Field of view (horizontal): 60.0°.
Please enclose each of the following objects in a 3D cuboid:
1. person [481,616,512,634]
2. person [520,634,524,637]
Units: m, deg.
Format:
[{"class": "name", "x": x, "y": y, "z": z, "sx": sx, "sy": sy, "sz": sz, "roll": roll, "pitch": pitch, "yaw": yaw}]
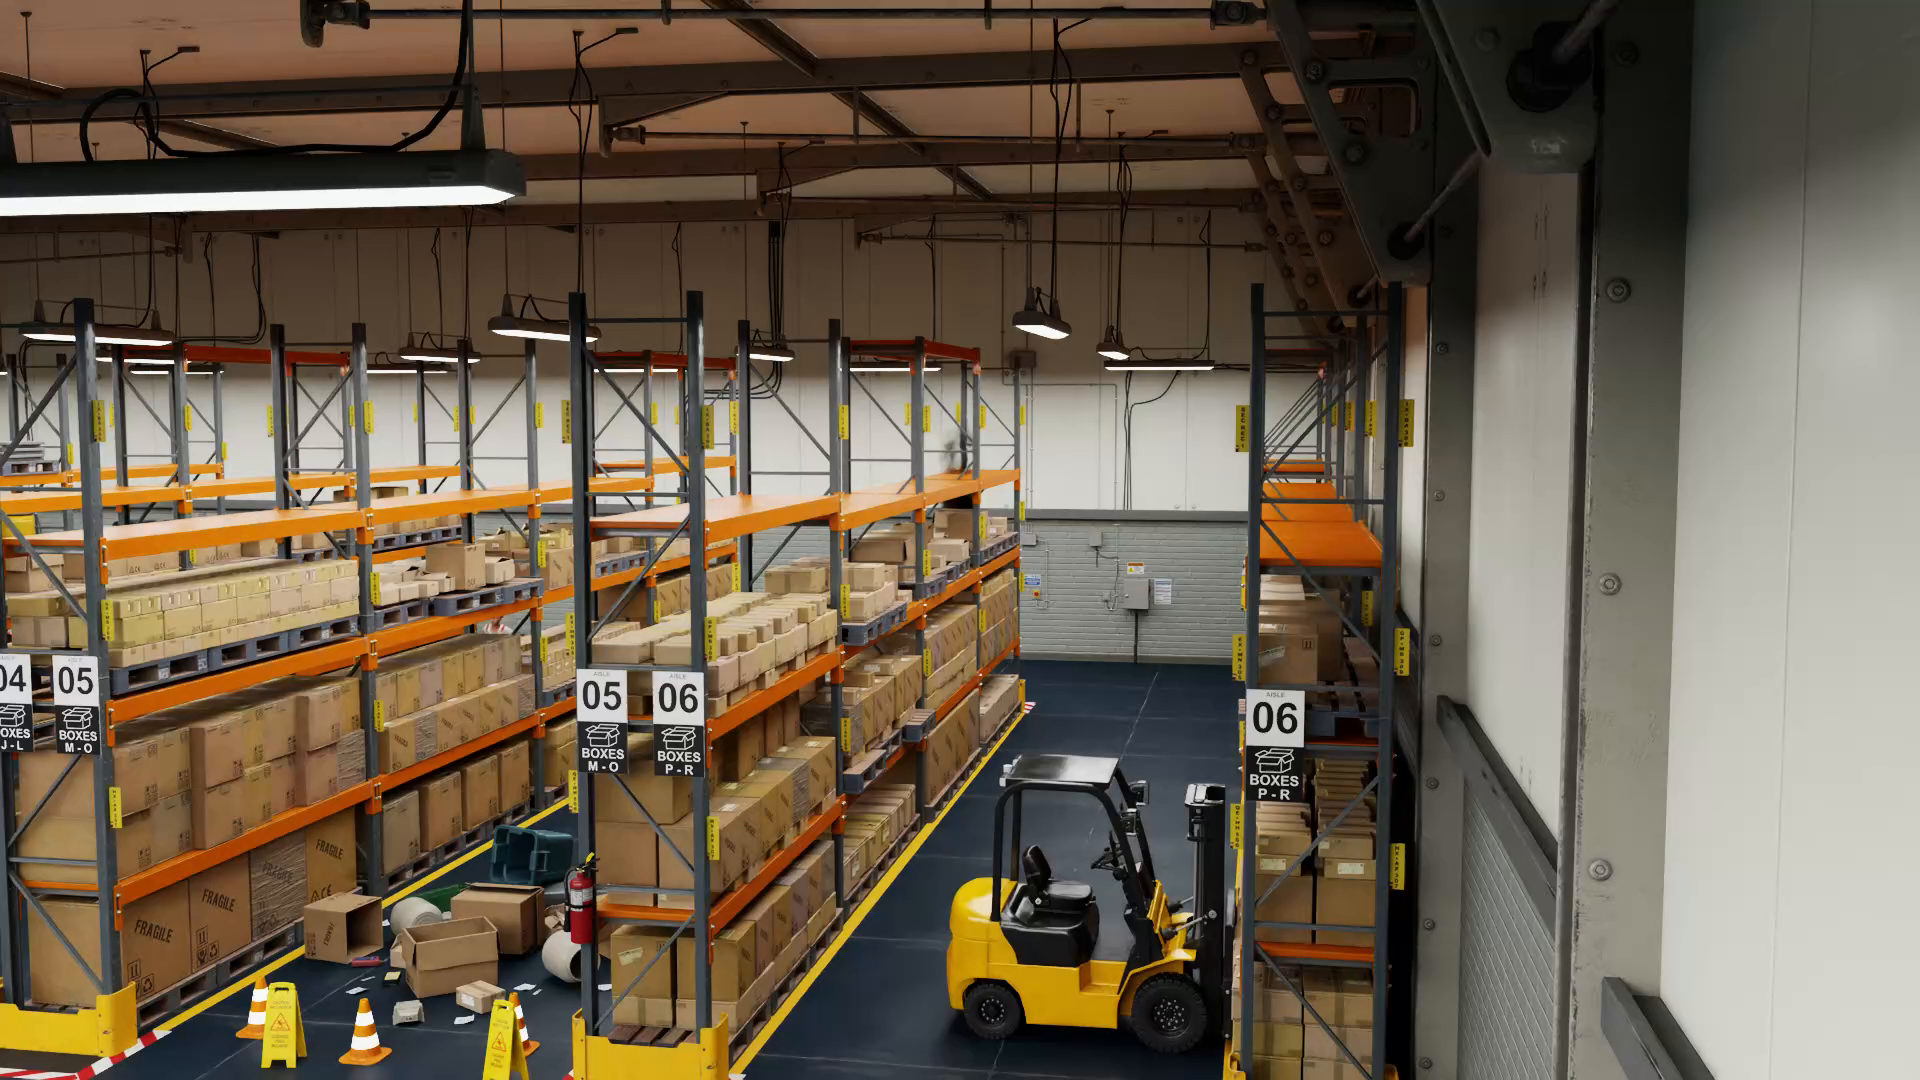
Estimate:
[{"class": "person", "x": -7.791, "y": 2.035, "z": 27.849, "sx": 0.646, "sy": 1.777, "sz": 0.782, "roll": 0, "pitch": 5, "yaw": -3}, {"class": "person", "x": -6.776, "y": 2.279, "z": 25.804, "sx": 0.564, "sy": 1.656, "sz": 0.720, "roll": 1, "pitch": 5, "yaw": 17}]
